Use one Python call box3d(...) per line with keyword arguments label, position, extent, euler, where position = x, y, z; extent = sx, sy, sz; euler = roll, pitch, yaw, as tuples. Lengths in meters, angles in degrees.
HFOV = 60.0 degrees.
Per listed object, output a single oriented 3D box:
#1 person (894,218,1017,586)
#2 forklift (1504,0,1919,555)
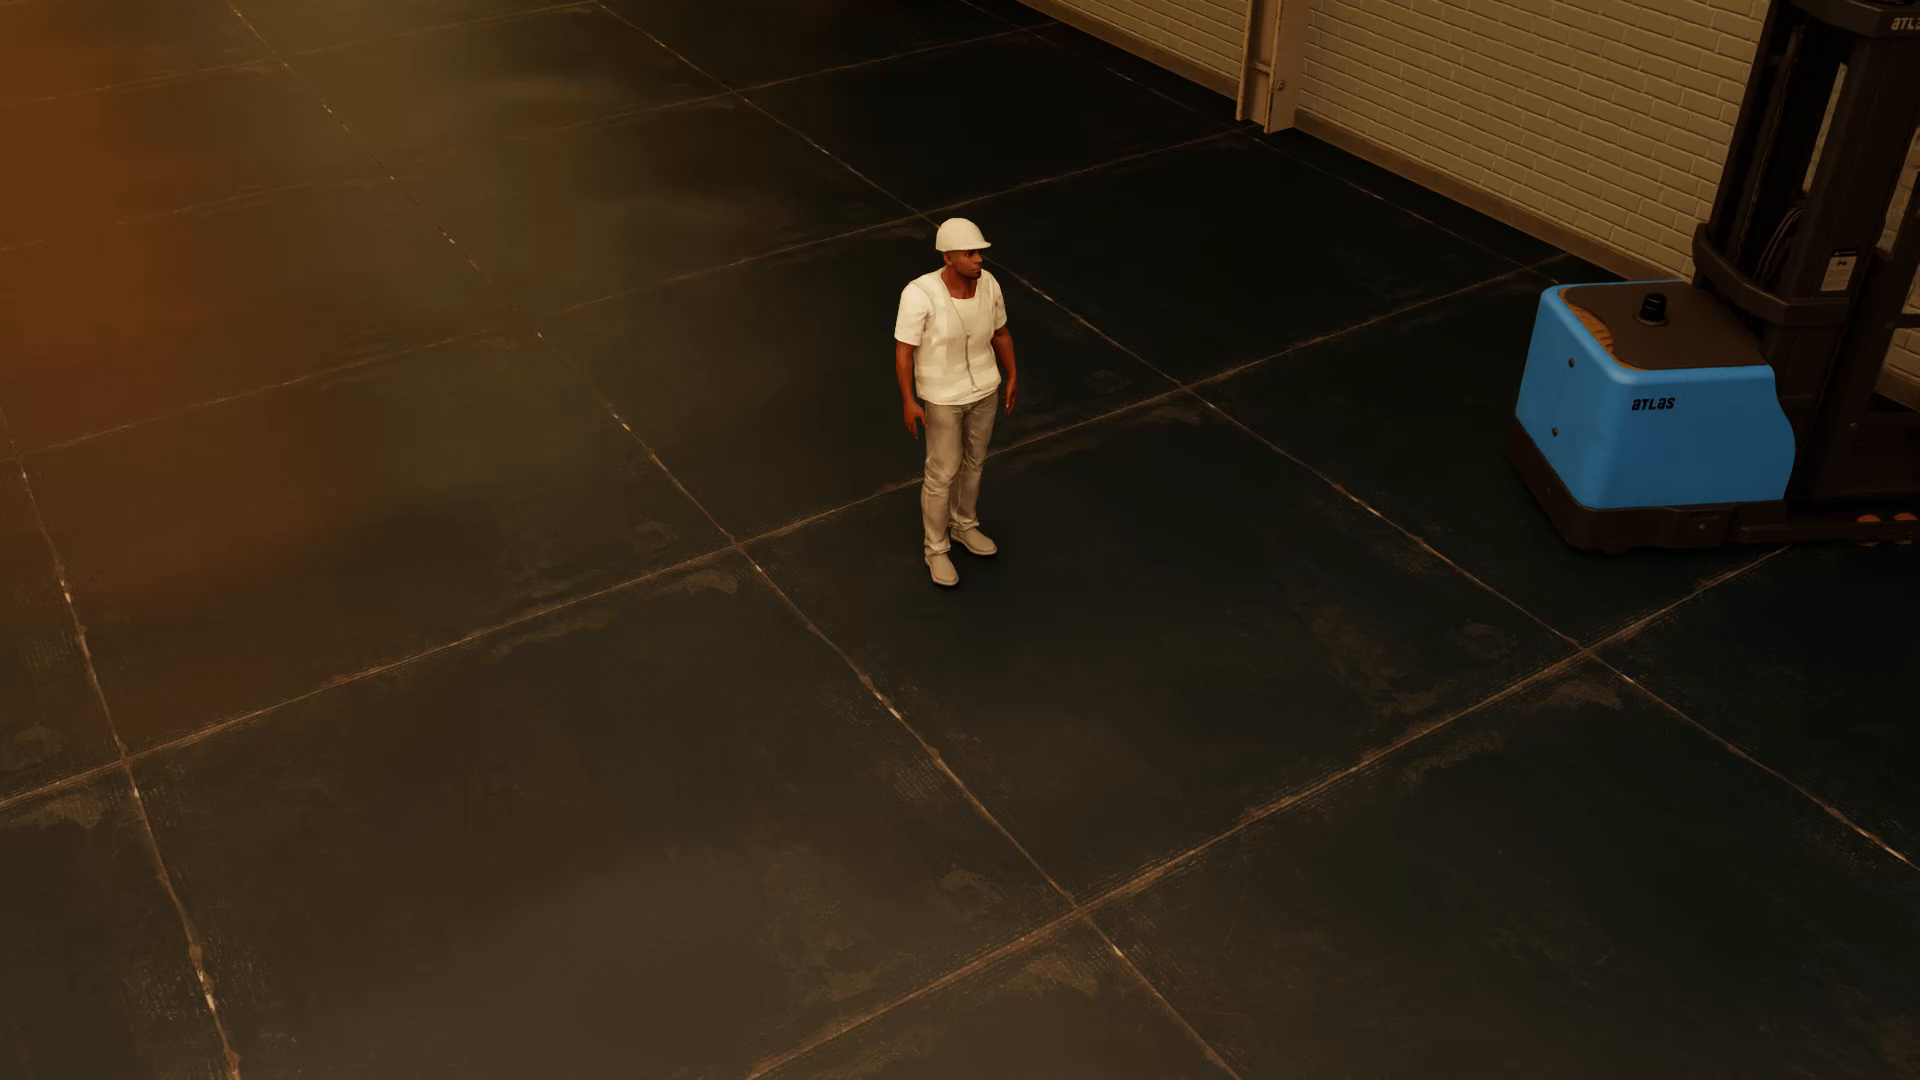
box3d(label="person", position=(0.034, -0.693, 8.135), extent=(0.666, 1.768, 0.575), euler=(-21, 40, -27))
box3d(label="forklift", position=(4.582, -1.466, 8.234), extent=(3.031, 2.935, 1.130), euler=(-3, 35, -4))
